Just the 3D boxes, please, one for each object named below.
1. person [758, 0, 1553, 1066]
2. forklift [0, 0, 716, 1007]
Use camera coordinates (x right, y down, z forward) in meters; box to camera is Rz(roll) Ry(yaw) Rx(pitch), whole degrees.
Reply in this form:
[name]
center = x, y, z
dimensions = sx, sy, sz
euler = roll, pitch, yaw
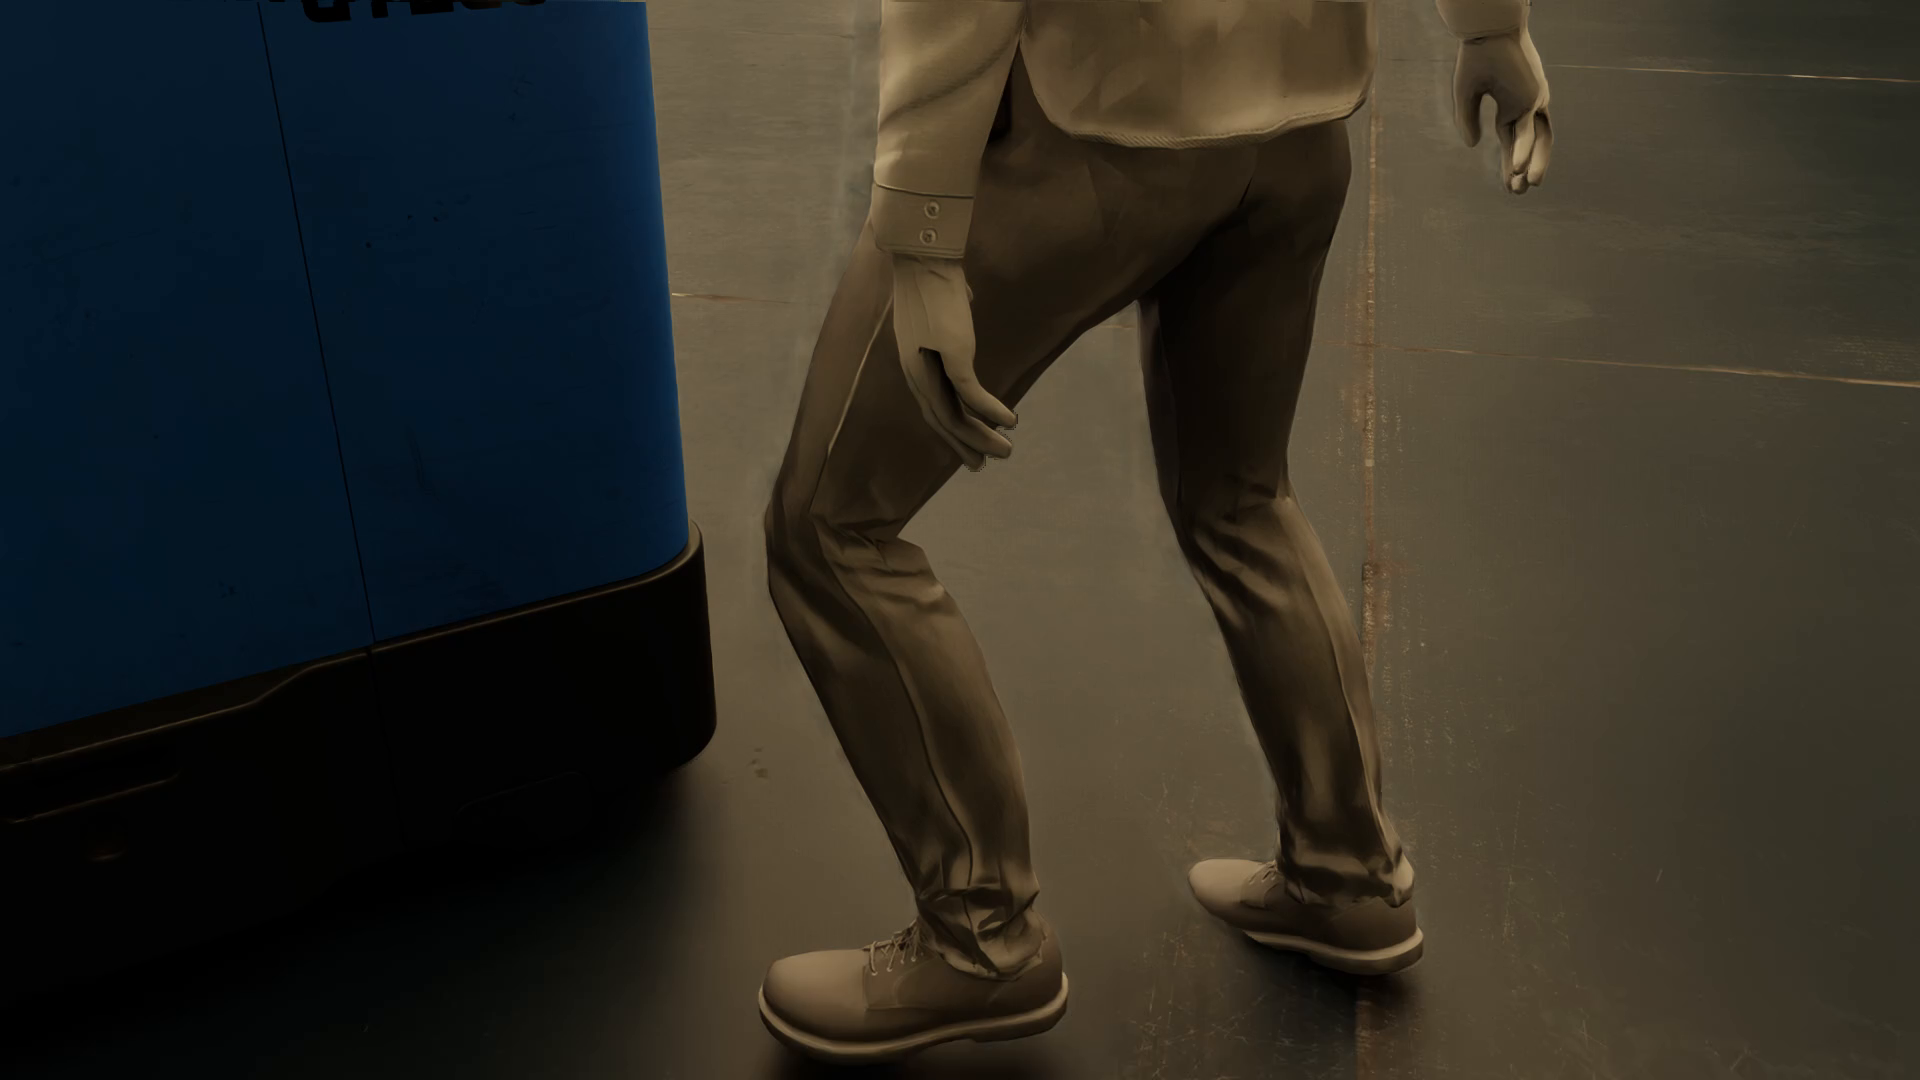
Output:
[person]
center = 0.191, -0.300, 1.350
dimensions = 0.812, 1.652, 0.449
euler = -19, 32, -33
[forklift]
center = -1.810, -0.863, 0.957
dimensions = 3.031, 2.935, 1.130
euler = -15, 30, -27
